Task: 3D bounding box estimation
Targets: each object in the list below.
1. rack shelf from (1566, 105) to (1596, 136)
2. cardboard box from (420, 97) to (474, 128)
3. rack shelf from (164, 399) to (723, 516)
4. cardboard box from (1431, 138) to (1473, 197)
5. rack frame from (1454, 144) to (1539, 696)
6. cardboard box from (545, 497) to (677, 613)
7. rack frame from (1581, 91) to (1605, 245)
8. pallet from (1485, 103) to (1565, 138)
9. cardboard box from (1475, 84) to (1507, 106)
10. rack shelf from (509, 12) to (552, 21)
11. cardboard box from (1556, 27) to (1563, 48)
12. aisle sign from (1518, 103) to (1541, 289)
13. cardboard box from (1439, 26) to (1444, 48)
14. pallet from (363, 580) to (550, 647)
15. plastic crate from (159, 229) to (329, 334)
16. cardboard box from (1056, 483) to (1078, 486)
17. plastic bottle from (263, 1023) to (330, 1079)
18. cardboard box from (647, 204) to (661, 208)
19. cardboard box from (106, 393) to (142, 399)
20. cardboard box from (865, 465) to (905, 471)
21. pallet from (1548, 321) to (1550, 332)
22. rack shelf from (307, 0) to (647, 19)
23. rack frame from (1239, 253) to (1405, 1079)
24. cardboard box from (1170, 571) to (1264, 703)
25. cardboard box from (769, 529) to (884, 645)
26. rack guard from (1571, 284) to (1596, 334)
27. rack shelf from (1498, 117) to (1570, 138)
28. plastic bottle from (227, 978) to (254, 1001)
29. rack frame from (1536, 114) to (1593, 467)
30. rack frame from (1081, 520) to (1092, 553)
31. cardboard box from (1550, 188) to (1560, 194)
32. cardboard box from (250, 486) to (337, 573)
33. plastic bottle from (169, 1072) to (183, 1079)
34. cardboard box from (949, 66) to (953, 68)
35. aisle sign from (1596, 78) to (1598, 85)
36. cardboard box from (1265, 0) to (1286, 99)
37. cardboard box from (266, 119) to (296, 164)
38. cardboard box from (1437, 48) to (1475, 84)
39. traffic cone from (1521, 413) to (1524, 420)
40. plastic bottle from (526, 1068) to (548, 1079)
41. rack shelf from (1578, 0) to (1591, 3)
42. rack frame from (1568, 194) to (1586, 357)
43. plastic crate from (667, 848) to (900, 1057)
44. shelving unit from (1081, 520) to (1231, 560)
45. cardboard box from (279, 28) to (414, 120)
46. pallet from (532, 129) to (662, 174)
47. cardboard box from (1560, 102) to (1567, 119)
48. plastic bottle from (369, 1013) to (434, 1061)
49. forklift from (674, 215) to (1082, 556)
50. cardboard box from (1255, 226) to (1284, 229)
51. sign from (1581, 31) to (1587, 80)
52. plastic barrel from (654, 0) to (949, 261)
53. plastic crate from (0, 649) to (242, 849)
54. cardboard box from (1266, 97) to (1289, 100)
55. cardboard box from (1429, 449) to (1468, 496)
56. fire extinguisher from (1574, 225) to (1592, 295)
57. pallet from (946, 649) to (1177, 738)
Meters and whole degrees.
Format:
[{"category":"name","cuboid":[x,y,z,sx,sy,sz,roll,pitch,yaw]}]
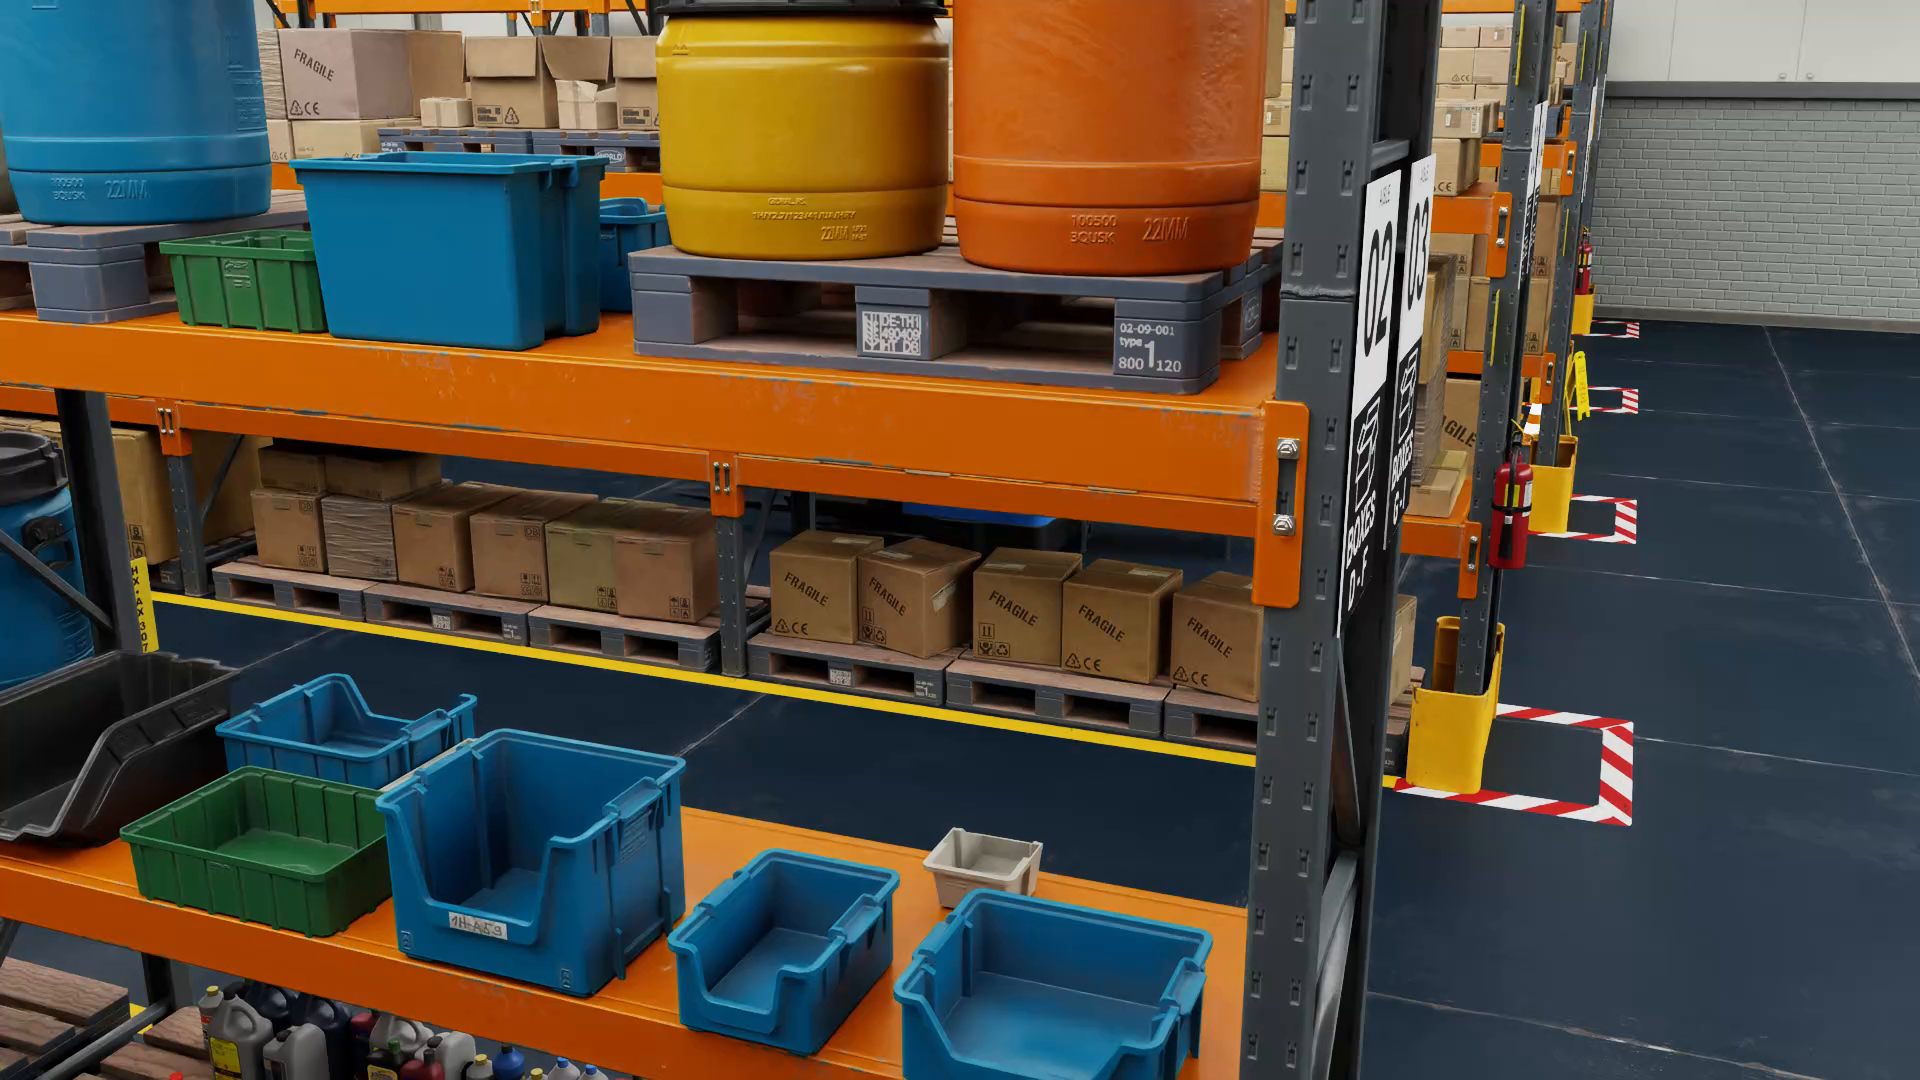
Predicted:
[{"category":"rack shelf","cuboid":[6.195,-5.534,21.766,4.000,0.370,1.077,6,17,21]},{"category":"cardboard box","cuboid":[-2.900,-2.482,9.627,0.250,0.166,0.380,6,17,19]},{"category":"rack shelf","cuboid":[-2.980,-0.645,10.305,4.000,0.370,1.077,6,17,21]},{"category":"cardboard box","cuboid":[2.060,-1.729,7.636,0.500,0.250,0.500,7,17,22]},{"category":"rack frame","cuboid":[2.602,-0.377,8.091,0.127,3.000,1.000,6,17,21]},{"category":"cardboard box","cuboid":[-2.120,0.081,10.208,0.500,0.500,0.700,6,17,20]},{"category":"rack frame","cuboid":[8.056,-4.235,21.380,0.127,3.000,1.000,6,17,21]},{"category":"pallet","cuboid":[3.822,-3.124,12.332,1.213,0.211,1.003,6,17,21]},{"category":"cardboard box","cuboid":[3.848,-3.194,11.934,0.250,0.149,0.380,6,17,21]},{"category":"rack shelf","cuboid":[-4.968,-8.201,25.577,4.000,0.370,1.077,6,17,21]},{"category":"cardboard box","cuboid":[4.322,-3.722,12.321,0.250,0.149,0.380,6,17,21]},{"category":"aisle sign","cuboid":[2.549,-1.541,7.438,0.004,0.787,0.394,6,17,21]},{"category":"cardboard box","cuboid":[3.366,-3.630,12.004,0.250,0.149,0.380,7,17,22]},{"category":"pallet","cuboid":[-2.983,0.350,10.590,1.213,0.211,1.003,6,17,21]},{"category":"plastic crate","cuboid":[-1.569,-0.608,3.887,0.450,0.188,0.336,6,17,21]},{"category":"cardboard box","cuboid":[0.620,-0.401,8.626,0.250,0.149,0.380,6,17,21]},{"category":"plastic bottle","cuboid":[-2.084,1.647,5.215,0.135,0.276,0.152,6,17,21]},{"category":"cardboard box","cuboid":[-2.513,-2.951,14.985,0.500,0.500,0.700,6,17,20]},{"category":"cardboard box","cuboid":[-5.390,-1.229,10.848,0.500,0.500,0.500,7,18,22]},{"category":"cardboard box","cuboid":[-0.323,-0.495,8.948,0.250,0.149,0.380,6,17,21]},{"category":"pallet","cuboid":[7.329,-2.963,22.000,1.213,0.211,1.003,6,17,21]},{"category":"rack shelf","cuboid":[-4.787,-5.019,15.329,4.000,0.370,1.077,6,17,21]},{"category":"rack frame","cuboid":[0.784,0.908,3.666,0.127,3.000,1.000,6,17,21]},{"category":"cardboard box","cuboid":[1.458,0.502,8.796,0.500,0.500,0.500,12,20,35]},{"category":"cardboard box","cuboid":[-0.762,0.264,9.613,0.500,0.500,0.500,6,17,19]},{"category":"rack guard","cuboid":[8.078,-3.032,21.720,0.348,0.500,1.175,6,17,21]},{"category":"rack shelf","cuboid":[4.377,-4.246,17.331,4.000,0.370,1.077,6,17,21]},{"category":"plastic bottle","cuboid":[-2.368,1.556,5.518,0.133,0.283,0.061,7,18,23]},{"category":"rack frame","cuboid":[4.515,-1.653,12.486,0.127,3.000,1.000,6,17,21]},{"category":"rack frame","cuboid":[0.918,-0.694,11.873,0.032,1.500,0.500,3,16,9]},{"category":"cardboard box","cuboid":[7.501,-4.265,21.304,0.500,0.500,0.500,6,17,19]},{"category":"cardboard box","cuboid":[-4.210,-0.142,10.978,0.500,0.500,0.700,5,17,18]},{"category":"plastic bottle","cuboid":[-2.285,1.712,4.857,0.185,0.351,0.144,6,17,21]},{"category":"cardboard box","cuboid":[0.225,-5.107,18.818,0.637,0.503,0.797,6,17,21]},{"category":"aisle sign","cuboid":[6.409,-4.269,16.837,0.004,0.787,0.394,6,17,21]},{"category":"cardboard box","cuboid":[1.320,-2.470,8.312,0.500,0.500,0.500,6,17,20]},{"category":"cardboard box","cuboid":[-4.019,-2.397,9.938,0.500,0.250,0.500,7,17,22]},{"category":"cardboard box","cuboid":[3.493,-3.443,12.075,0.500,0.250,0.500,6,17,21]},{"category":"traffic cone","cuboid":[5.364,-1.438,16.297,0.334,0.463,0.336,6,17,21]},{"category":"plastic bottle","cuboid":[-1.292,1.719,5.103,0.097,0.201,0.097,0,16,0]},{"category":"rack shelf","cuboid":[2.655,-4.201,12.510,4.000,0.370,1.077,6,17,21]},{"category":"rack frame","cuboid":[6.238,-2.947,16.944,0.127,3.000,1.000,6,17,21]},{"category":"plastic crate","cuboid":[-0.393,0.938,3.829,0.408,0.251,0.499,6,17,21]},{"category":"shelving unit","cuboid":[1.419,-0.670,11.791,1.048,1.500,0.538,3,16,9]},{"category":"cardboard box","cuboid":[-3.557,-2.706,9.659,0.500,0.500,0.500,6,17,19]},{"category":"pallet","cuboid":[-1.655,-2.227,9.421,1.003,0.211,1.213,6,17,21]},{"category":"cardboard box","cuboid":[6.048,-4.385,16.968,0.250,0.149,0.380,6,17,21]},{"category":"plastic bottle","cuboid":[-1.753,1.603,5.232,0.185,0.351,0.144,6,17,20]},{"category":"forklift","cuboid":[-0.639,-1.479,12.011,3.031,2.935,1.130,6,17,21]},{"category":"cardboard box","cuboid":[2.627,-2.437,12.981,0.500,0.550,0.875,6,17,21]},{"category":"sign","cuboid":[4.303,-3.341,11.476,0.005,0.325,0.100,6,17,21]},{"category":"plastic barrel","cuboid":[-0.323,-0.908,3.451,0.600,0.588,0.600,0,16,0]},{"category":"plastic crate","cuboid":[-2.496,0.615,4.786,0.504,0.338,0.767,6,17,21]},{"category":"cardboard box","cuboid":[1.493,-2.142,8.347,0.250,0.149,0.380,6,17,20]},{"category":"cardboard box","cuboid":[2.424,-0.347,8.439,0.250,0.149,0.380,6,17,21]},{"category":"fire extinguisher","cuboid":[6.175,-2.778,16.503,0.183,0.674,0.296,6,17,21]},{"category":"pallet","cuboid":[0.657,0.737,9.255,1.213,0.211,1.003,6,17,21]}]
